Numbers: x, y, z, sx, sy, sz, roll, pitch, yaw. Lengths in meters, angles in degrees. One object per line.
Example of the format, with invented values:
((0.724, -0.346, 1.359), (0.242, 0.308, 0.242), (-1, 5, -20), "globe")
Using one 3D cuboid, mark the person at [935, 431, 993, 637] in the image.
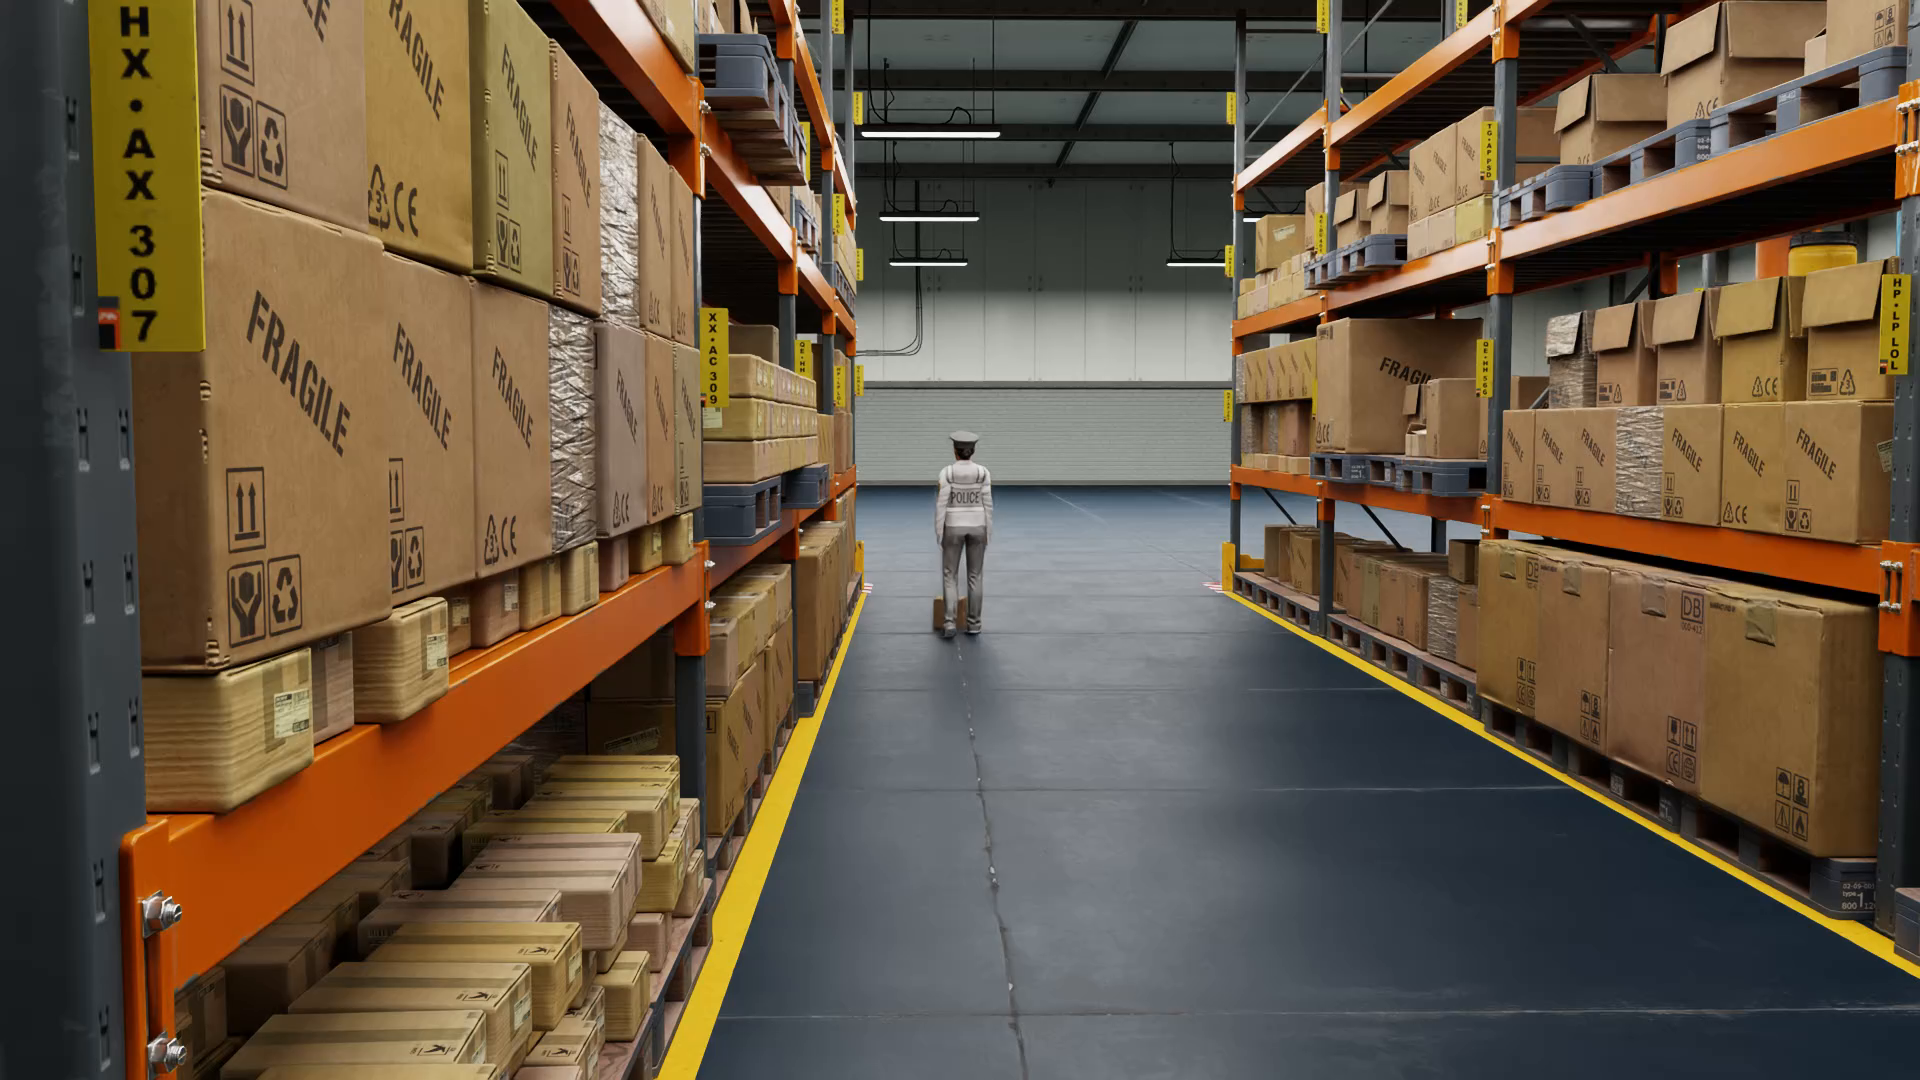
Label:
((0.031, -0.016, 13.702), (0.482, 1.767, 0.397), (-1, 4, -8), "person")
